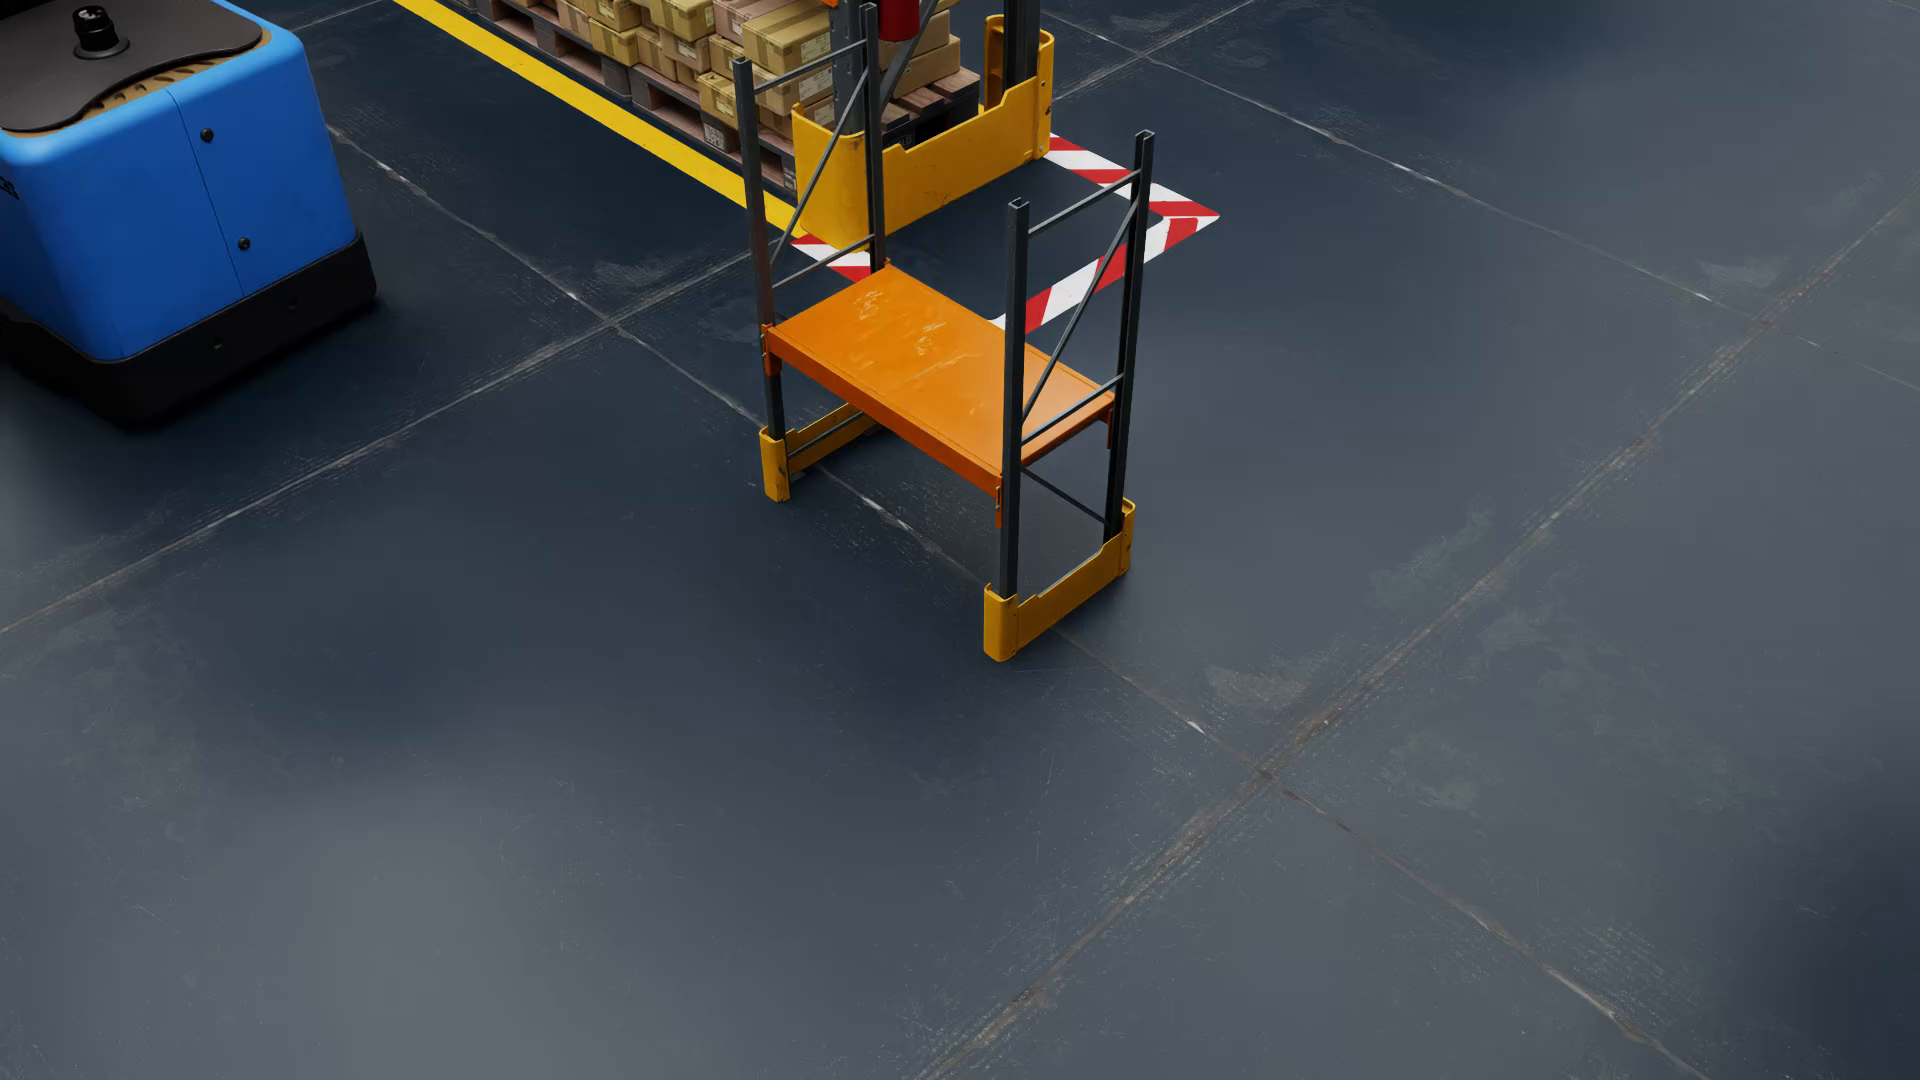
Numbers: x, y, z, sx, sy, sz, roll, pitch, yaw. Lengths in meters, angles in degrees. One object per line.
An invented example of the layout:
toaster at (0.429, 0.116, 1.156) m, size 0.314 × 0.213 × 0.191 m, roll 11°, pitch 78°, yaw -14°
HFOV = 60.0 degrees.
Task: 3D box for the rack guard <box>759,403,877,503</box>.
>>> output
rack guard at (-0.406, -0.368, 5.464) m, size 0.587 × 0.250 × 0.087 m, roll -34°, pitch 53°, yaw -31°

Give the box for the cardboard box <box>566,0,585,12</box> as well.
cardboard box at (-1.561, -2.478, 7.294) m, size 0.380 × 0.149 × 0.250 m, roll -31°, pitch 51°, yaw -29°

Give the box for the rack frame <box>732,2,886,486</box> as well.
rack frame at (-0.419, -0.836, 5.050) m, size 0.500 × 1.500 × 0.032 m, roll -34°, pitch 53°, yaw -31°

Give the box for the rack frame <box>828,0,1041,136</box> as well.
rack frame at (-0.075, -2.521, 5.768) m, size 1.000 × 3.000 × 0.127 m, roll -34°, pitch 53°, yaw -31°

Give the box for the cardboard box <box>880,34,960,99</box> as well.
cardboard box at (-0.219, -2.034, 7.032) m, size 0.380 × 0.149 × 0.250 m, roll -33°, pitch 52°, yaw -31°

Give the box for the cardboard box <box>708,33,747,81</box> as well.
cardboard box at (-0.796, -2.006, 6.783) m, size 0.250 × 0.149 × 0.380 m, roll 33°, pitch 52°, yaw 31°

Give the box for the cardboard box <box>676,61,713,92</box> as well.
cardboard box at (-0.973, -2.025, 7.022) m, size 0.250 × 0.149 × 0.380 m, roll 34°, pitch 52°, yaw 31°

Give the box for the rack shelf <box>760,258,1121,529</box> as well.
rack shelf at (-0.060, -0.460, 4.907) m, size 0.538 × 0.185 × 1.000 m, roll -34°, pitch 53°, yaw -31°

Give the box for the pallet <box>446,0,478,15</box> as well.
pallet at (-2.401, -3.114, 8.464) m, size 1.003 × 0.211 × 1.213 m, roll -34°, pitch 53°, yaw -31°

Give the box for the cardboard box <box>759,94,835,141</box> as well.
cardboard box at (-0.595, -1.782, 6.759) m, size 0.380 × 0.149 × 0.250 m, roll -33°, pitch 52°, yaw -31°

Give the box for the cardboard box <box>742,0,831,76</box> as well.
cardboard box at (-0.628, -1.980, 6.535) m, size 0.380 × 0.149 × 0.250 m, roll -33°, pitch 52°, yaw -31°

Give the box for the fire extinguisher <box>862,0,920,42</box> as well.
fire extinguisher at (-0.224, -2.014, 5.551) m, size 0.296 × 0.674 × 0.183 m, roll -34°, pitch 53°, yaw -31°

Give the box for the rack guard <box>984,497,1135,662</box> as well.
rack guard at (0.298, 0.111, 4.946) m, size 0.587 × 0.250 × 0.087 m, roll -34°, pitch 53°, yaw -31°

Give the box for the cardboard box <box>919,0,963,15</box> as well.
cardboard box at (-0.205, -2.262, 6.840) m, size 0.250 × 0.149 × 0.380 m, roll 32°, pitch 51°, yaw 30°

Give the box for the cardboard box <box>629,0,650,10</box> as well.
cardboard box at (-1.176, -2.347, 6.932) m, size 0.250 × 0.149 × 0.380 m, roll 32°, pitch 52°, yaw 30°

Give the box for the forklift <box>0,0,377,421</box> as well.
forklift at (-3.621, -2.313, 5.594) m, size 3.031 × 2.935 × 1.130 m, roll 28°, pitch 50°, yaw 27°

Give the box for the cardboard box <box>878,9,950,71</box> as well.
cardboard box at (-0.263, -2.113, 6.898) m, size 0.380 × 0.149 × 0.250 m, roll -32°, pitch 51°, yaw -30°

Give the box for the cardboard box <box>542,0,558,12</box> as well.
cardboard box at (-1.686, -2.528, 7.567) m, size 0.380 × 0.149 × 0.250 m, roll -33°, pitch 52°, yaw -30°

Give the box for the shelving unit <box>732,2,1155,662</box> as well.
shelving unit at (-0.054, -0.587, 4.781) m, size 0.587 × 1.500 × 1.083 m, roll -34°, pitch 53°, yaw -31°

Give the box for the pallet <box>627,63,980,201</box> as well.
pallet at (-0.678, -1.941, 7.195) m, size 1.003 × 0.211 × 1.213 m, roll -34°, pitch 53°, yaw -31°

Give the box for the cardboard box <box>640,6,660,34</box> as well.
cardboard box at (-1.135, -2.282, 7.081) m, size 0.250 × 0.149 × 0.380 m, roll 34°, pitch 52°, yaw 31°

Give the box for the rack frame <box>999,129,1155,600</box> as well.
rack frame at (0.299, -0.348, 4.521) m, size 0.500 × 1.500 × 0.032 m, roll -34°, pitch 53°, yaw -31°

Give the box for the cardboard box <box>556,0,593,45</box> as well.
cardboard box at (-1.560, -2.371, 7.397) m, size 0.380 × 0.149 × 0.250 m, roll -33°, pitch 52°, yaw -31°

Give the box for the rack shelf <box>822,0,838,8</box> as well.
rack shelf at (-1.488, -3.218, 7.053) m, size 1.077 × 0.370 × 4.000 m, roll -34°, pitch 53°, yaw -31°

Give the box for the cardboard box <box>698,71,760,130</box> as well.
cardboard box at (-0.848, -1.857, 6.840) m, size 0.380 × 0.149 × 0.250 m, roll -32°, pitch 52°, yaw -30°

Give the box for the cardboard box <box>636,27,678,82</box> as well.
cardboard box at (-1.157, -2.137, 7.144) m, size 0.380 × 0.149 × 0.250 m, roll -34°, pitch 52°, yaw -31°

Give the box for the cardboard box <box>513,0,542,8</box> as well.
cardboard box at (-1.925, -2.618, 7.664) m, size 0.250 × 0.149 × 0.380 m, roll 33°, pitch 52°, yaw 30°

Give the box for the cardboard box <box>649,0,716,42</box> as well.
cardboard box at (-1.038, -2.192, 6.765) m, size 0.250 × 0.149 × 0.380 m, roll 33°, pitch 52°, yaw 31°

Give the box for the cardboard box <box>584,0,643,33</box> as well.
cardboard box at (-1.393, -2.346, 7.151) m, size 0.380 × 0.149 × 0.250 m, roll -33°, pitch 52°, yaw -31°

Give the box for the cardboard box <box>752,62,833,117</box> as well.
cardboard box at (-0.650, -1.855, 6.619) m, size 0.250 × 0.149 × 0.380 m, roll 33°, pitch 52°, yaw 30°

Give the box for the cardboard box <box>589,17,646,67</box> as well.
cardboard box at (-1.382, -2.230, 7.244) m, size 0.250 × 0.149 × 0.380 m, roll 32°, pitch 51°, yaw 30°

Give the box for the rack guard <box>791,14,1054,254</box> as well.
rack guard at (-0.129, -1.640, 6.656) m, size 1.175 × 0.500 × 0.348 m, roll -34°, pitch 53°, yaw -31°

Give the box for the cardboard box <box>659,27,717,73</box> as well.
cardboard box at (-1.018, -2.103, 6.888) m, size 0.250 × 0.149 × 0.380 m, roll 32°, pitch 52°, yaw 30°

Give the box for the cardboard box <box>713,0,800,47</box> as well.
cardboard box at (-0.765, -2.128, 6.696) m, size 0.380 × 0.149 × 0.250 m, roll -33°, pitch 52°, yaw -31°

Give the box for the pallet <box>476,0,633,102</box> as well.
pallet at (-1.535, -2.527, 7.829) m, size 1.003 × 0.211 × 1.213 m, roll -34°, pitch 53°, yaw -31°
